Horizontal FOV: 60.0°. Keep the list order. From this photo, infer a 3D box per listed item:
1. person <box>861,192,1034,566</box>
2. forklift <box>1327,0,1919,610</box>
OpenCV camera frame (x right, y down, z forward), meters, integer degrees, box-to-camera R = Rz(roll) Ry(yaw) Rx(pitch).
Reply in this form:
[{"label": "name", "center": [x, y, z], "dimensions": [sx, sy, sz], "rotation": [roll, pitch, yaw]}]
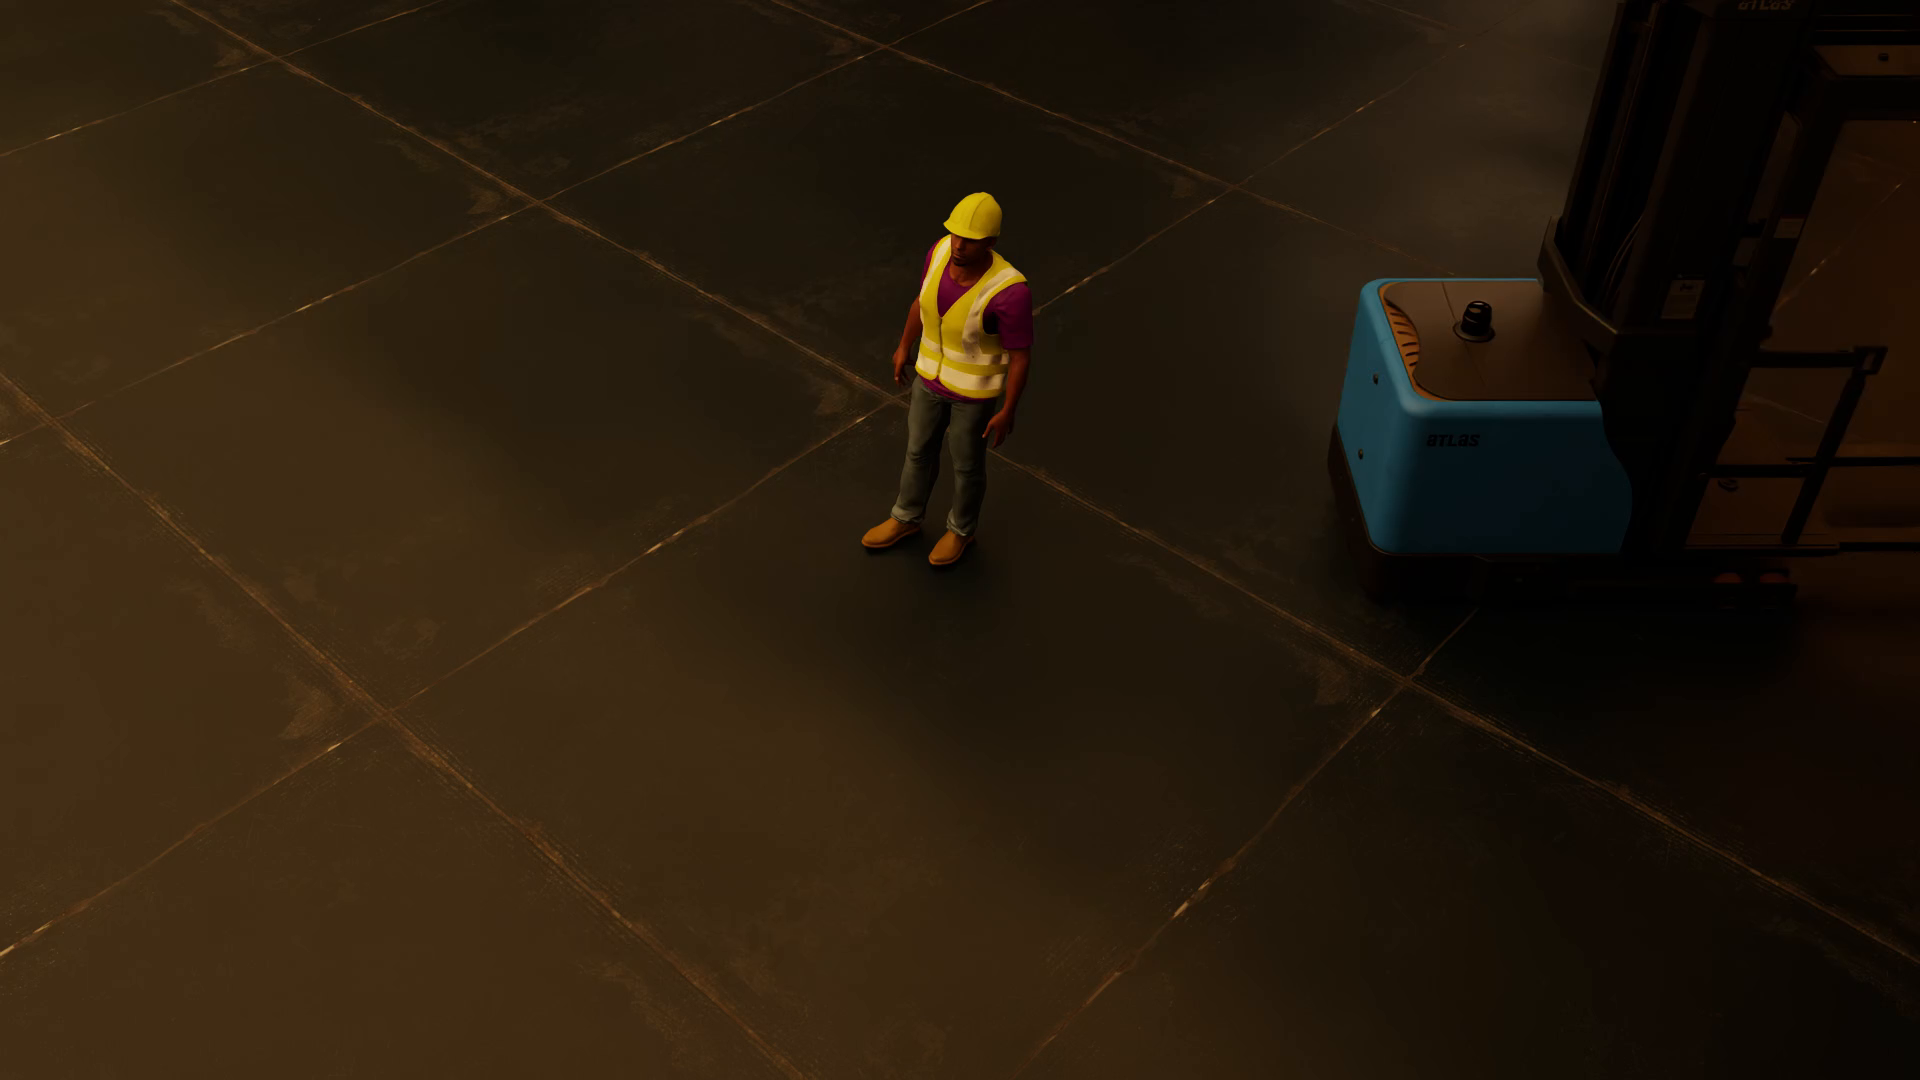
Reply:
[{"label": "person", "center": [-0.051, -0.646, 7.064], "dimensions": [0.665, 1.765, 0.577], "rotation": [31, 49, 31]}, {"label": "forklift", "center": [3.281, -1.155, 6.774], "dimensions": [3.031, 2.935, 1.130], "rotation": [0, 41, 0]}]
